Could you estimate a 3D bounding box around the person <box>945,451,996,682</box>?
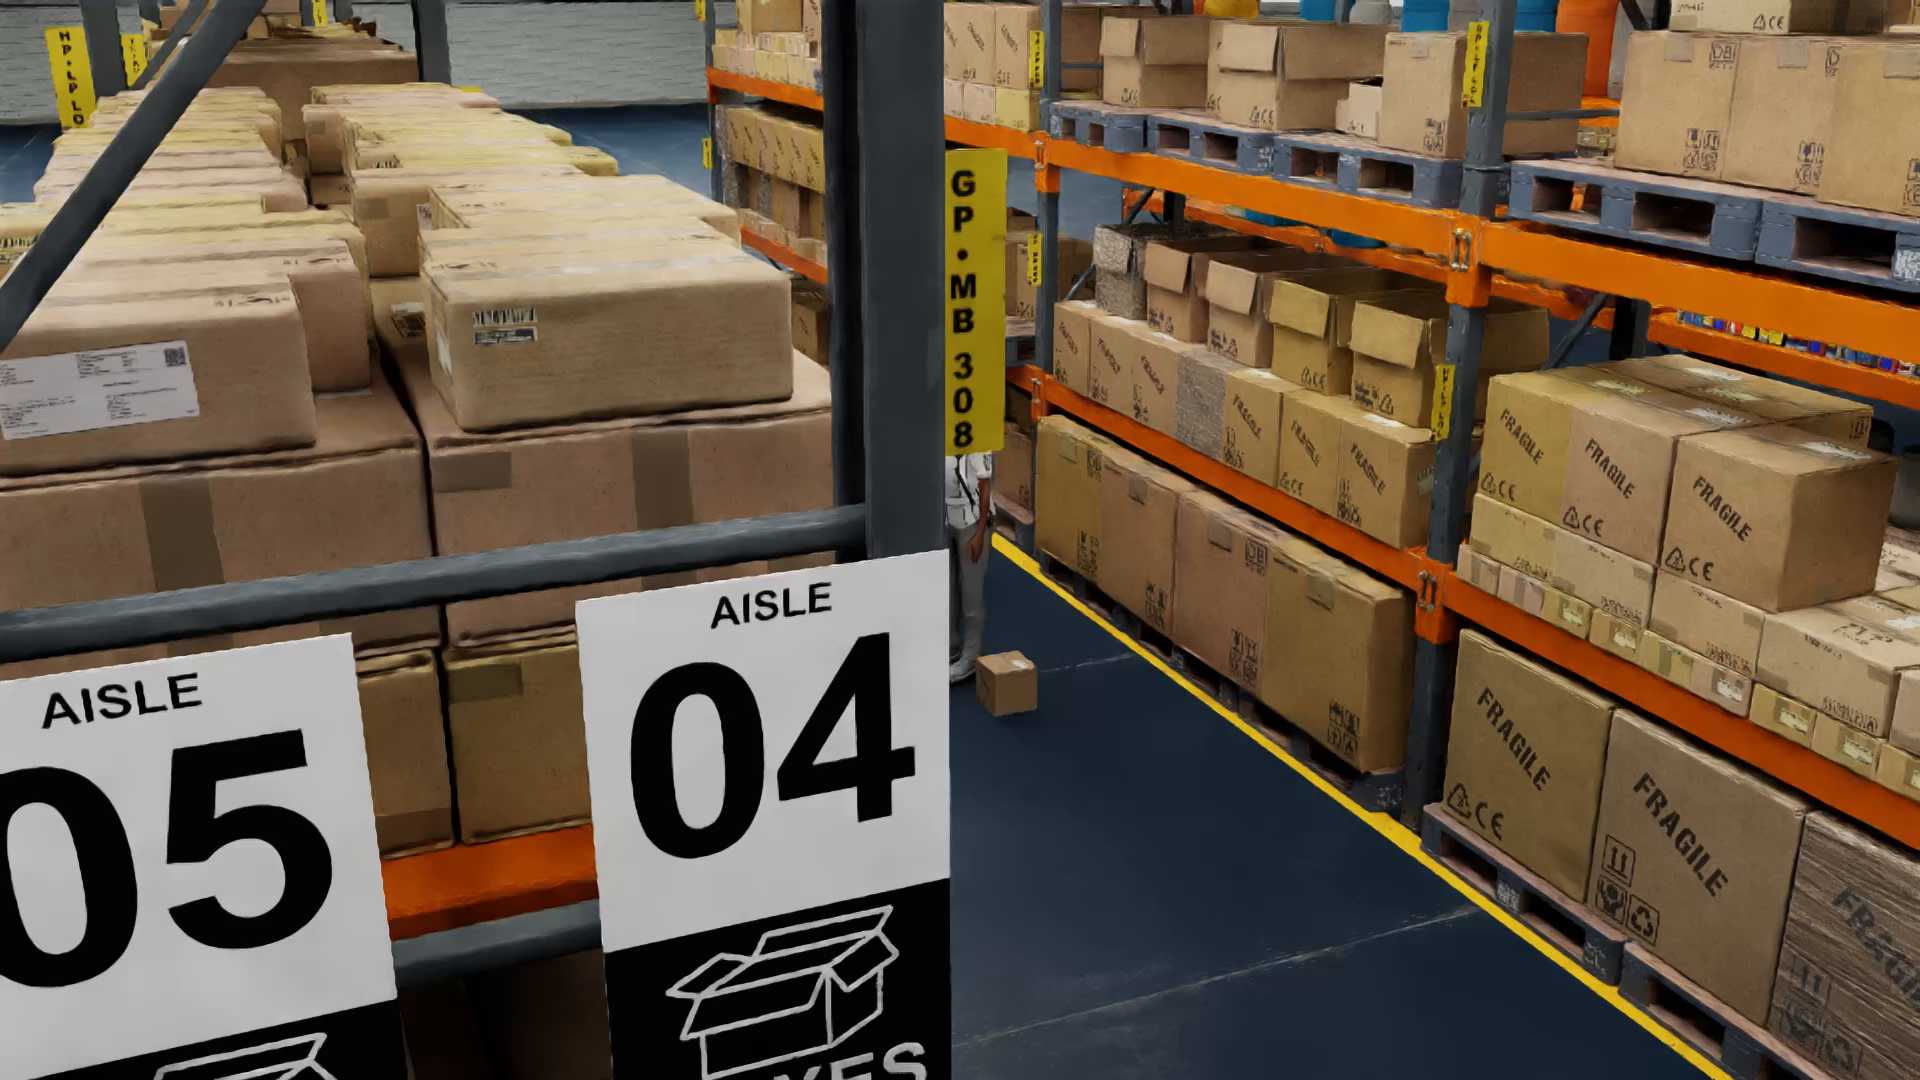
[{"bbox_3d":[-0.063,-0.065,9.164,0.516,1.681,0.438,12,22,31],"label":"person"}]
